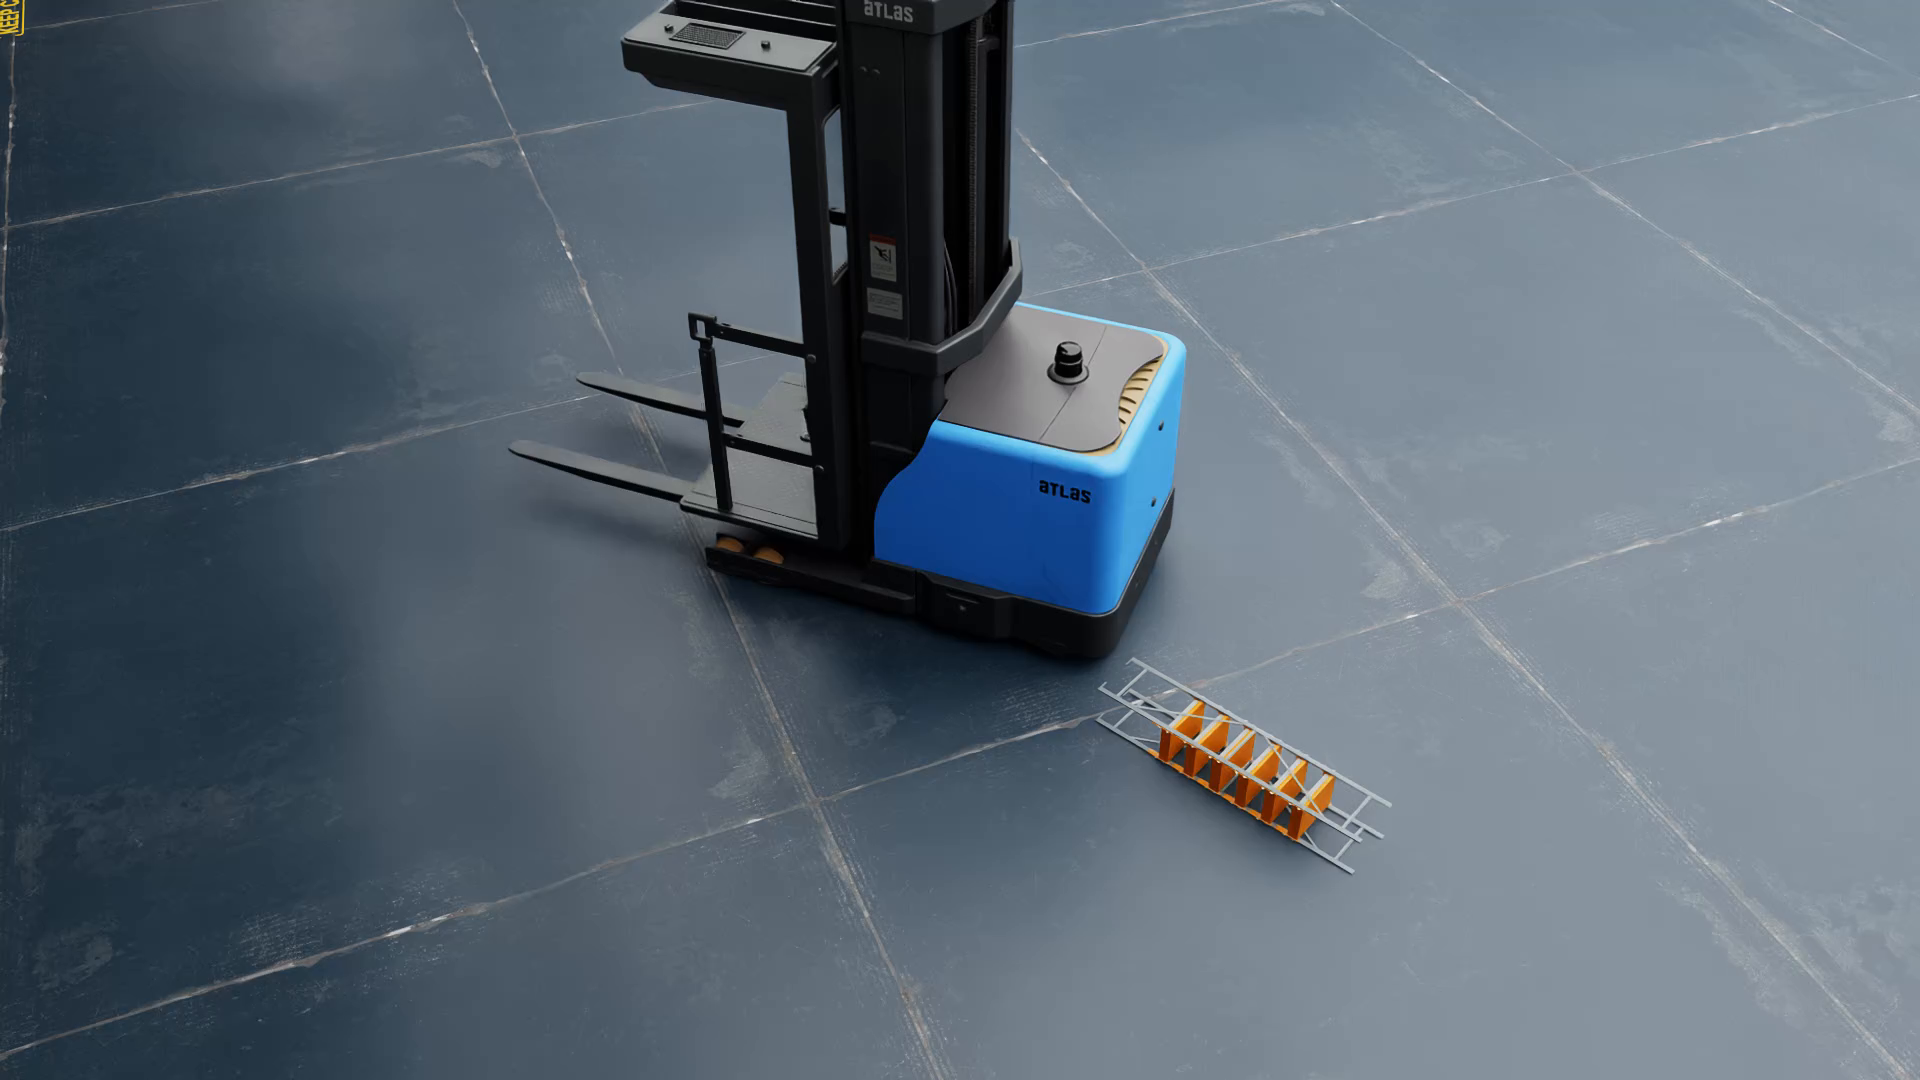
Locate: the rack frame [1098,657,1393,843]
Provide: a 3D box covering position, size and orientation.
[{"bbox_3d":[1.086,0.796,6.455,1.200,0.006,0.240,29,49,30],"label":"rack frame"}]

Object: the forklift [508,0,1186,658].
[{"bbox_3d":[-0.601,-1.217,6.836,3.031,2.935,1.130,14,43,16],"label":"forklift"}]

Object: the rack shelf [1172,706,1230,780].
[{"bbox_3d":[0.962,0.795,6.596,0.103,0.180,0.258,29,49,30],"label":"rack shelf"}]

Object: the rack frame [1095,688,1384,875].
[{"bbox_3d":[1.086,0.934,6.574,1.200,0.006,0.240,29,49,30],"label":"rack frame"}]

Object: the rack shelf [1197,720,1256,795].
[{"bbox_3d":[1.053,0.846,6.536,0.103,0.180,0.258,29,49,30],"label":"rack shelf"}]

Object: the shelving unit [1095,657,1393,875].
[{"bbox_3d":[1.086,0.865,6.514,1.200,0.189,0.258,29,49,30],"label":"shelving unit"}]

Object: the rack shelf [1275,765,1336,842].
[{"bbox_3d":[1.326,0.999,6.358,0.103,0.180,0.258,29,49,30],"label":"rack shelf"}]

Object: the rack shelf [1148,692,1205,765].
[{"bbox_3d":[0.871,0.744,6.655,0.103,0.180,0.258,29,49,30],"label":"rack shelf"}]

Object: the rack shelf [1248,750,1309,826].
[{"bbox_3d":[1.235,0.948,6.418,0.103,0.180,0.258,29,49,30],"label":"rack shelf"}]

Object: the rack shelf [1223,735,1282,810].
[{"bbox_3d":[1.144,0.897,6.477,0.103,0.180,0.258,29,49,30],"label":"rack shelf"}]
